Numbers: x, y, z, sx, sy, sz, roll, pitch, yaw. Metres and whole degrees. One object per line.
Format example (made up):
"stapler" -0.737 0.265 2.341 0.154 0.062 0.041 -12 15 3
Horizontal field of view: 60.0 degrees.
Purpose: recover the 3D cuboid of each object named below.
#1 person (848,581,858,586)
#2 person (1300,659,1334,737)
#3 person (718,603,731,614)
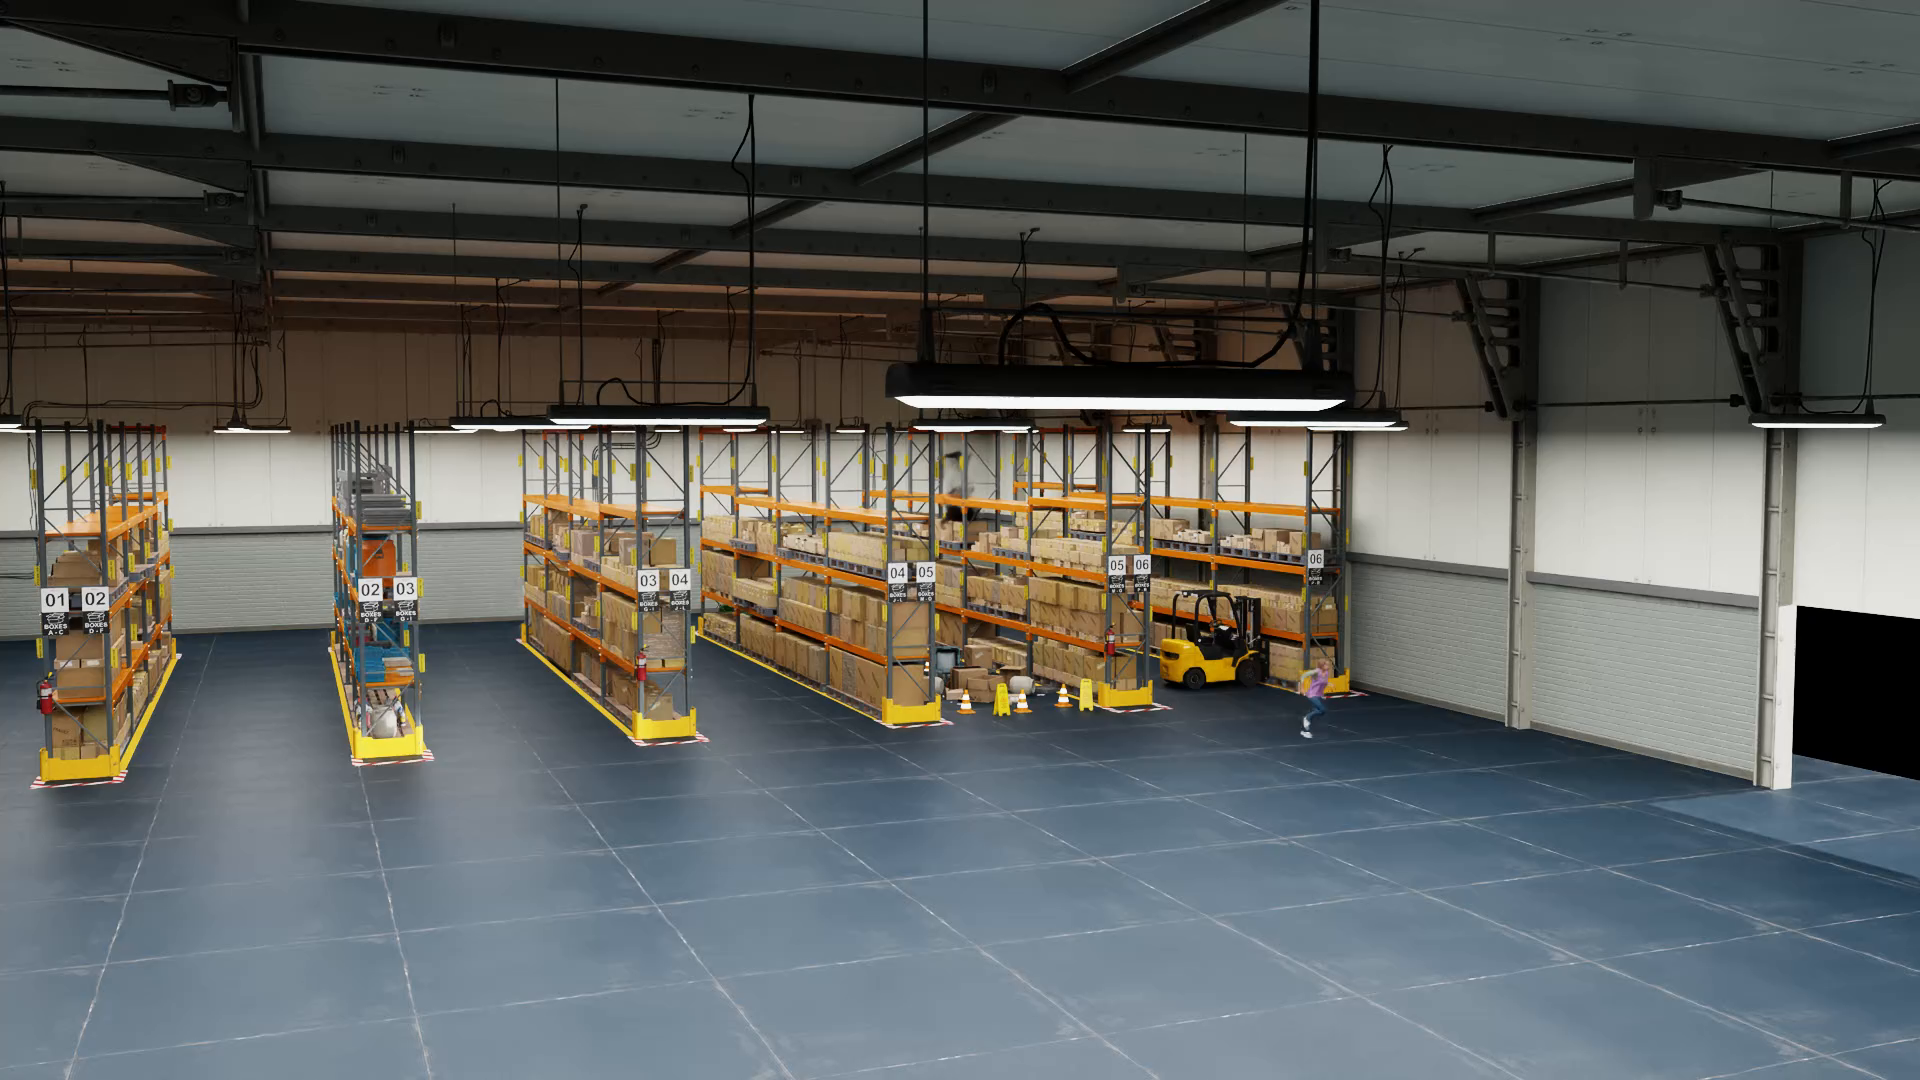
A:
"person" -3.266 1.661 51.159 0.599 1.736 0.727 0 4 -8
"person" 6.766 3.007 31.493 0.717 1.496 0.525 3 5 44
"person" -6.968 1.773 49.476 0.480 1.739 0.719 0 4 7
